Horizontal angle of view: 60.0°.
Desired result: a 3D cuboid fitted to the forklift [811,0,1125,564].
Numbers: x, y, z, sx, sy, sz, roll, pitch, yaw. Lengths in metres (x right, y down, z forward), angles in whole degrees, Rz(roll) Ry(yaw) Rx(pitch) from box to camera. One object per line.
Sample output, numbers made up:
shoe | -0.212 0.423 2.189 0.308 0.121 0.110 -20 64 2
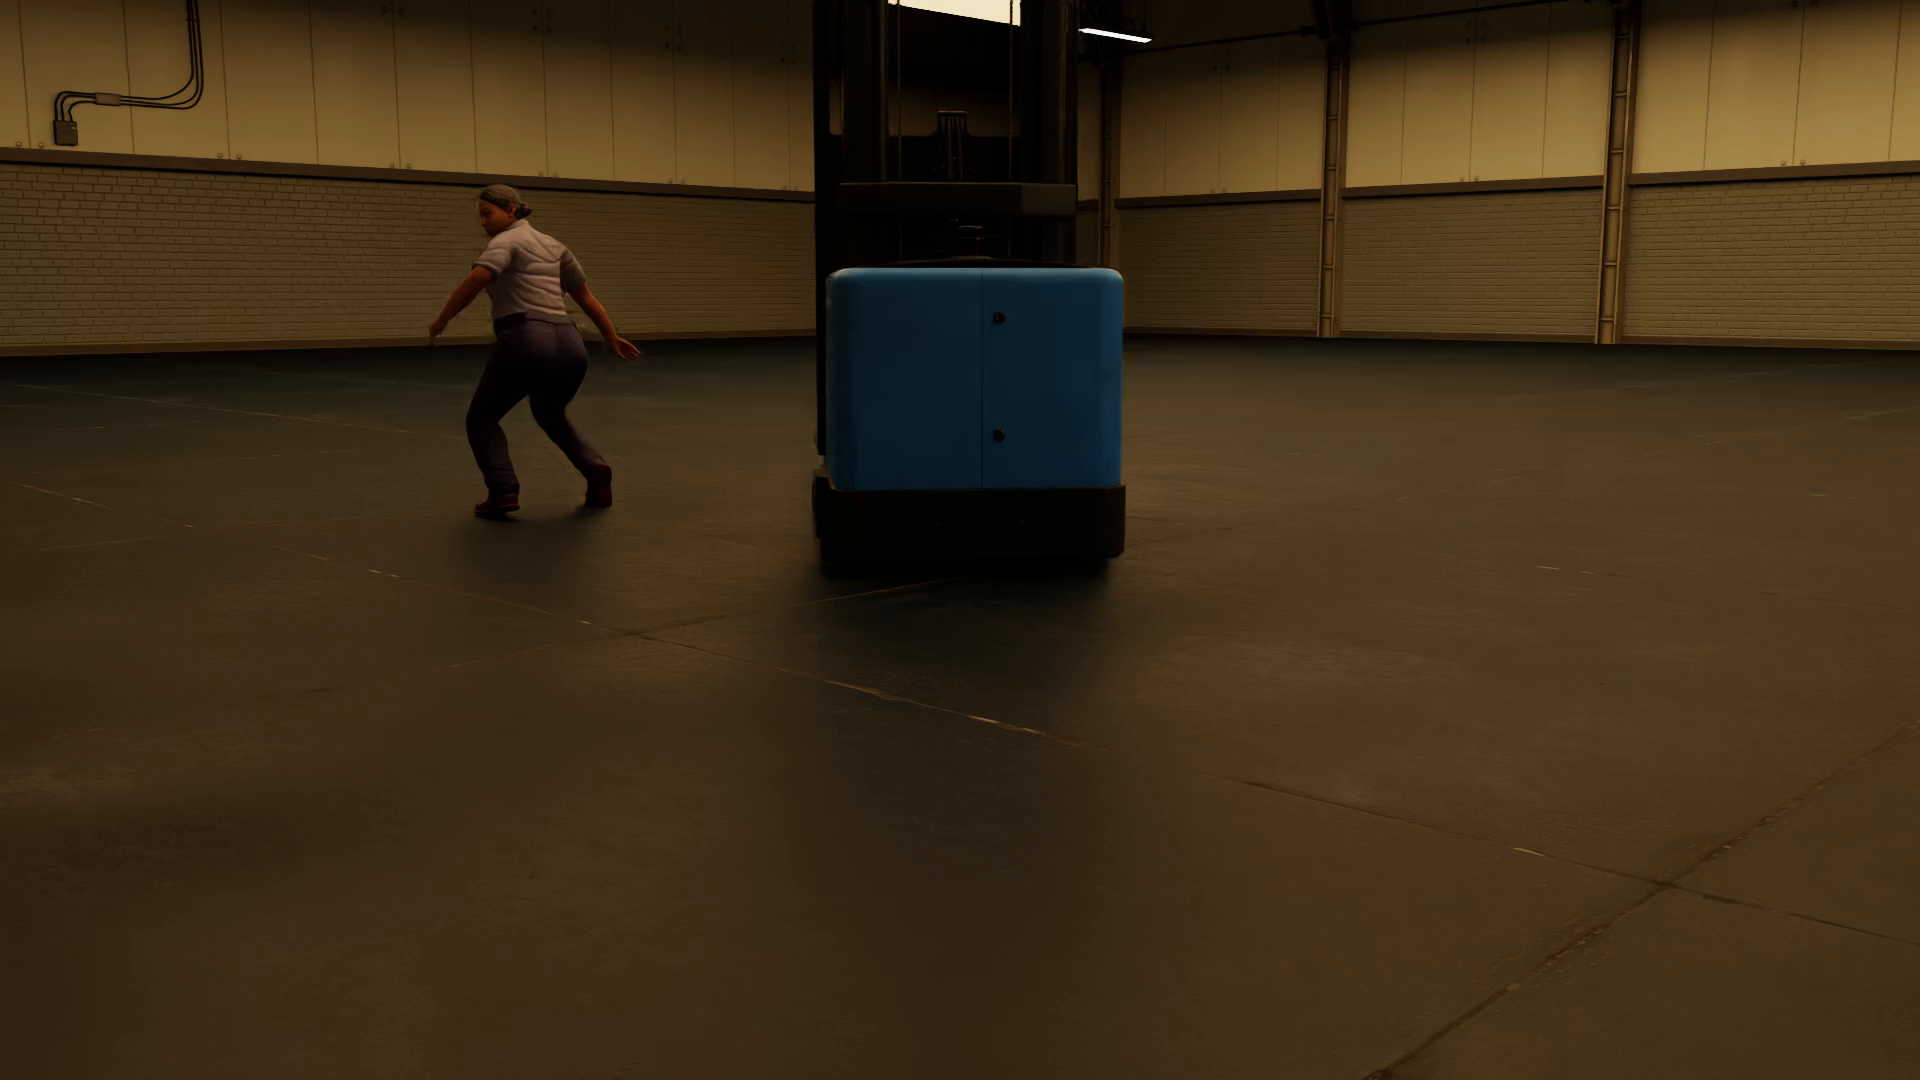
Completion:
forklift | -0.087 -1.541 7.111 1.130 2.935 3.031 -1 9 -6

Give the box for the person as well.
person | -1.906 -0.833 7.551 0.483 1.534 0.922 6 10 35
